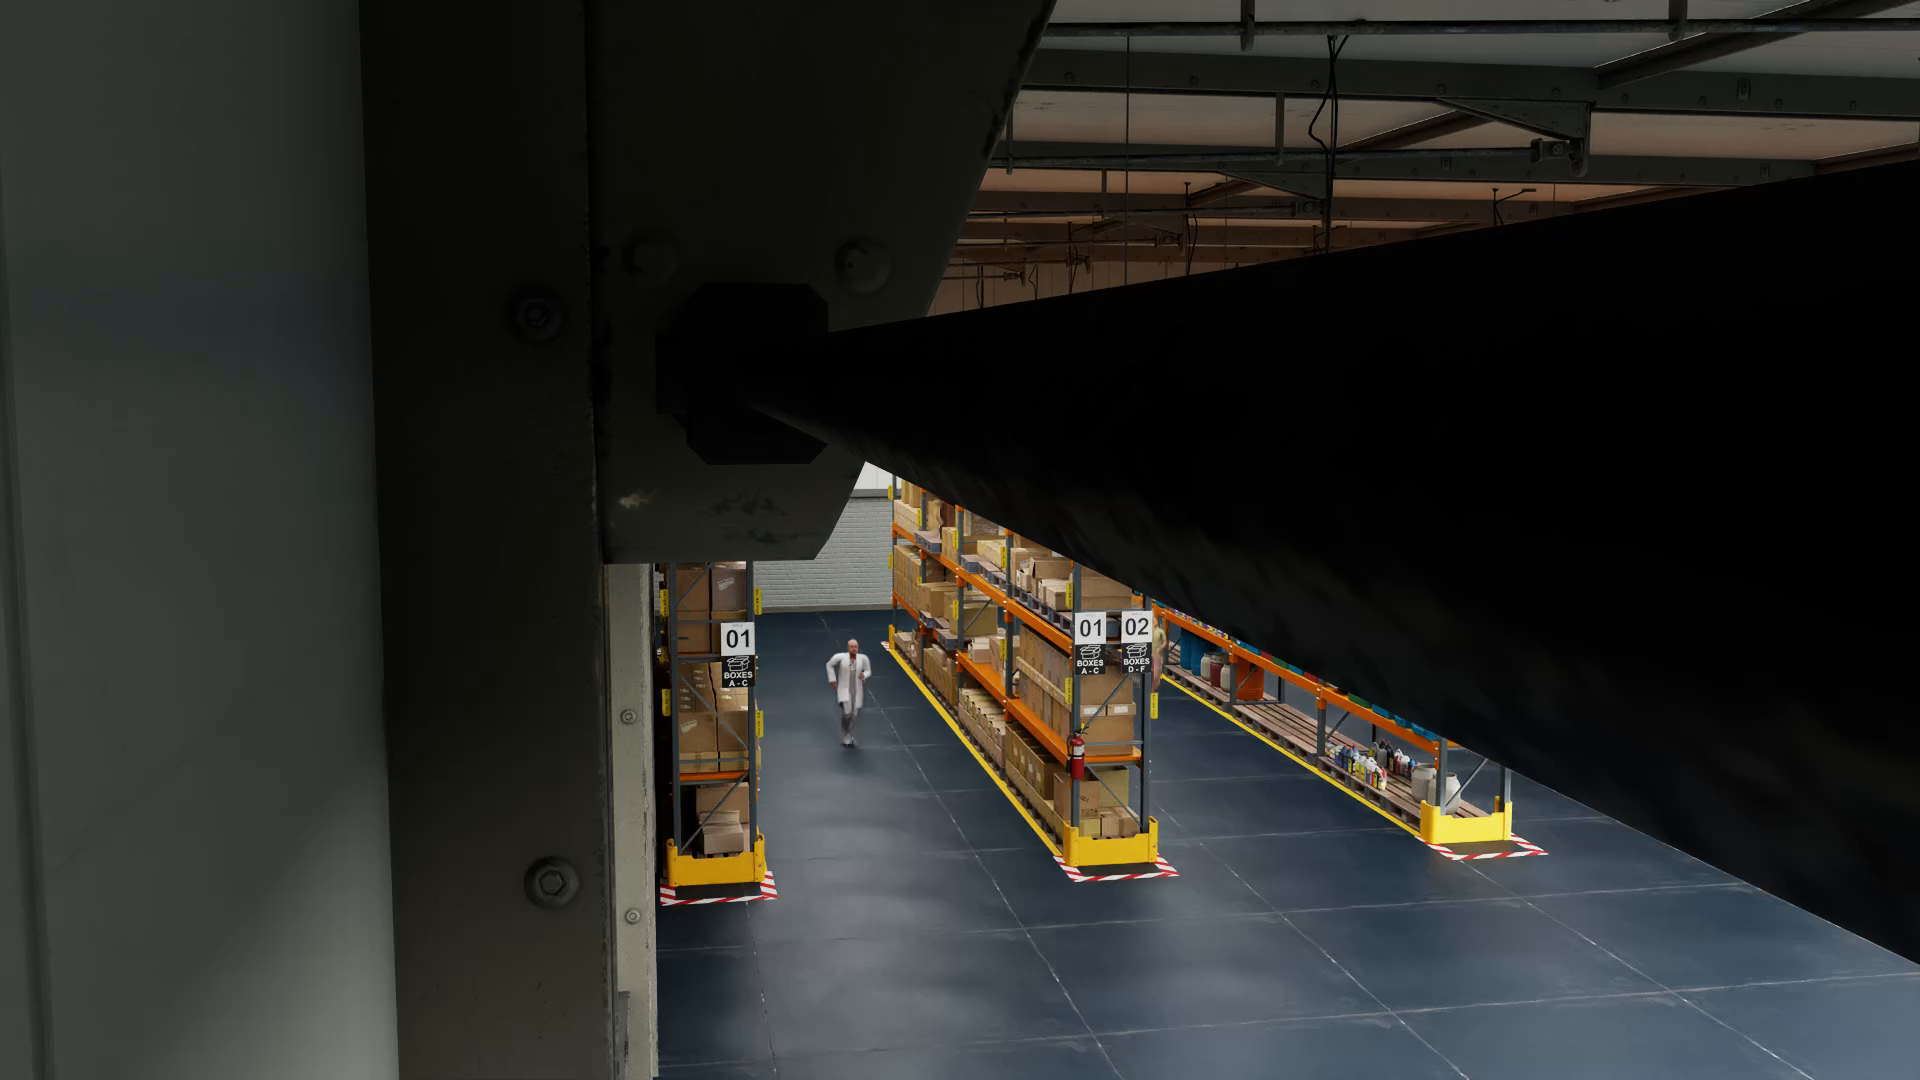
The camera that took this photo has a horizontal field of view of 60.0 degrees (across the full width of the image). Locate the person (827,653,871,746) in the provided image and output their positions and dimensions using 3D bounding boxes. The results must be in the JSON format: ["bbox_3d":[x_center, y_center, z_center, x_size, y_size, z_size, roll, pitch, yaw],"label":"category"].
[{"bbox_3d":[-1.814,2.612,27.382,0.691,1.543,0.721,-2,7,-19],"label":"person"}]

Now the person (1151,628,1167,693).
[{"bbox_3d":[3.564,2.291,30.846,0.536,1.325,0.481,0,6,3],"label":"person"}]
